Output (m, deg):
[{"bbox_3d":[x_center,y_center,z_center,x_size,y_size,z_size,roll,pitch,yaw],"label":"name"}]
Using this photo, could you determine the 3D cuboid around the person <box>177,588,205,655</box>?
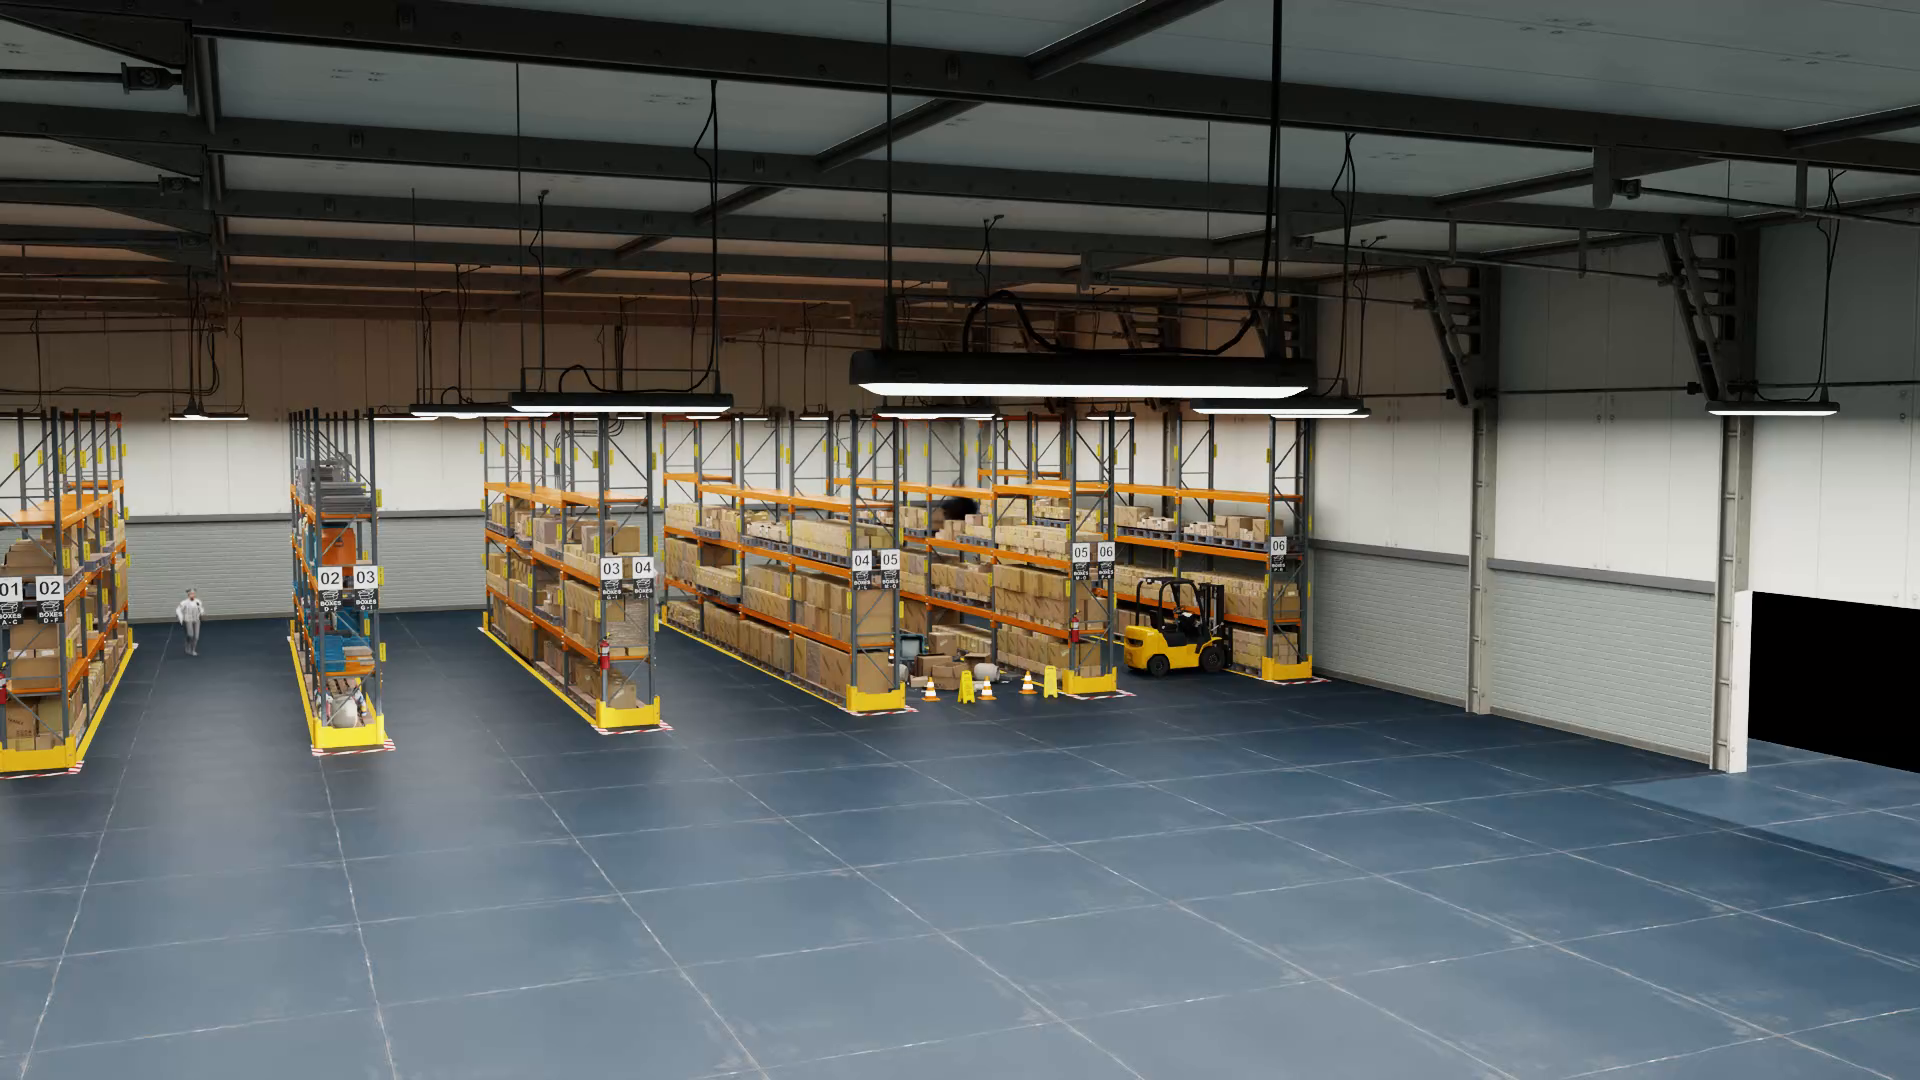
[{"bbox_3d":[-18.905,2.015,40.961,0.590,1.658,0.597,-3,5,-40],"label":"person"}]

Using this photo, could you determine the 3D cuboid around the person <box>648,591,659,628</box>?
[{"bbox_3d":[-8.115,1.891,43.477,0.546,1.587,0.807,-2,5,-28],"label":"person"}]

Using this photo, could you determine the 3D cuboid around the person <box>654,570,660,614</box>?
[{"bbox_3d":[-9.145,1.447,48.721,0.895,1.827,0.680,-4,6,-45],"label":"person"}]

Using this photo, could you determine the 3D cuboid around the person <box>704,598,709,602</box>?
[{"bbox_3d":[-7.301,1.489,49.334,0.767,1.644,0.719,2,4,23],"label":"person"}]
